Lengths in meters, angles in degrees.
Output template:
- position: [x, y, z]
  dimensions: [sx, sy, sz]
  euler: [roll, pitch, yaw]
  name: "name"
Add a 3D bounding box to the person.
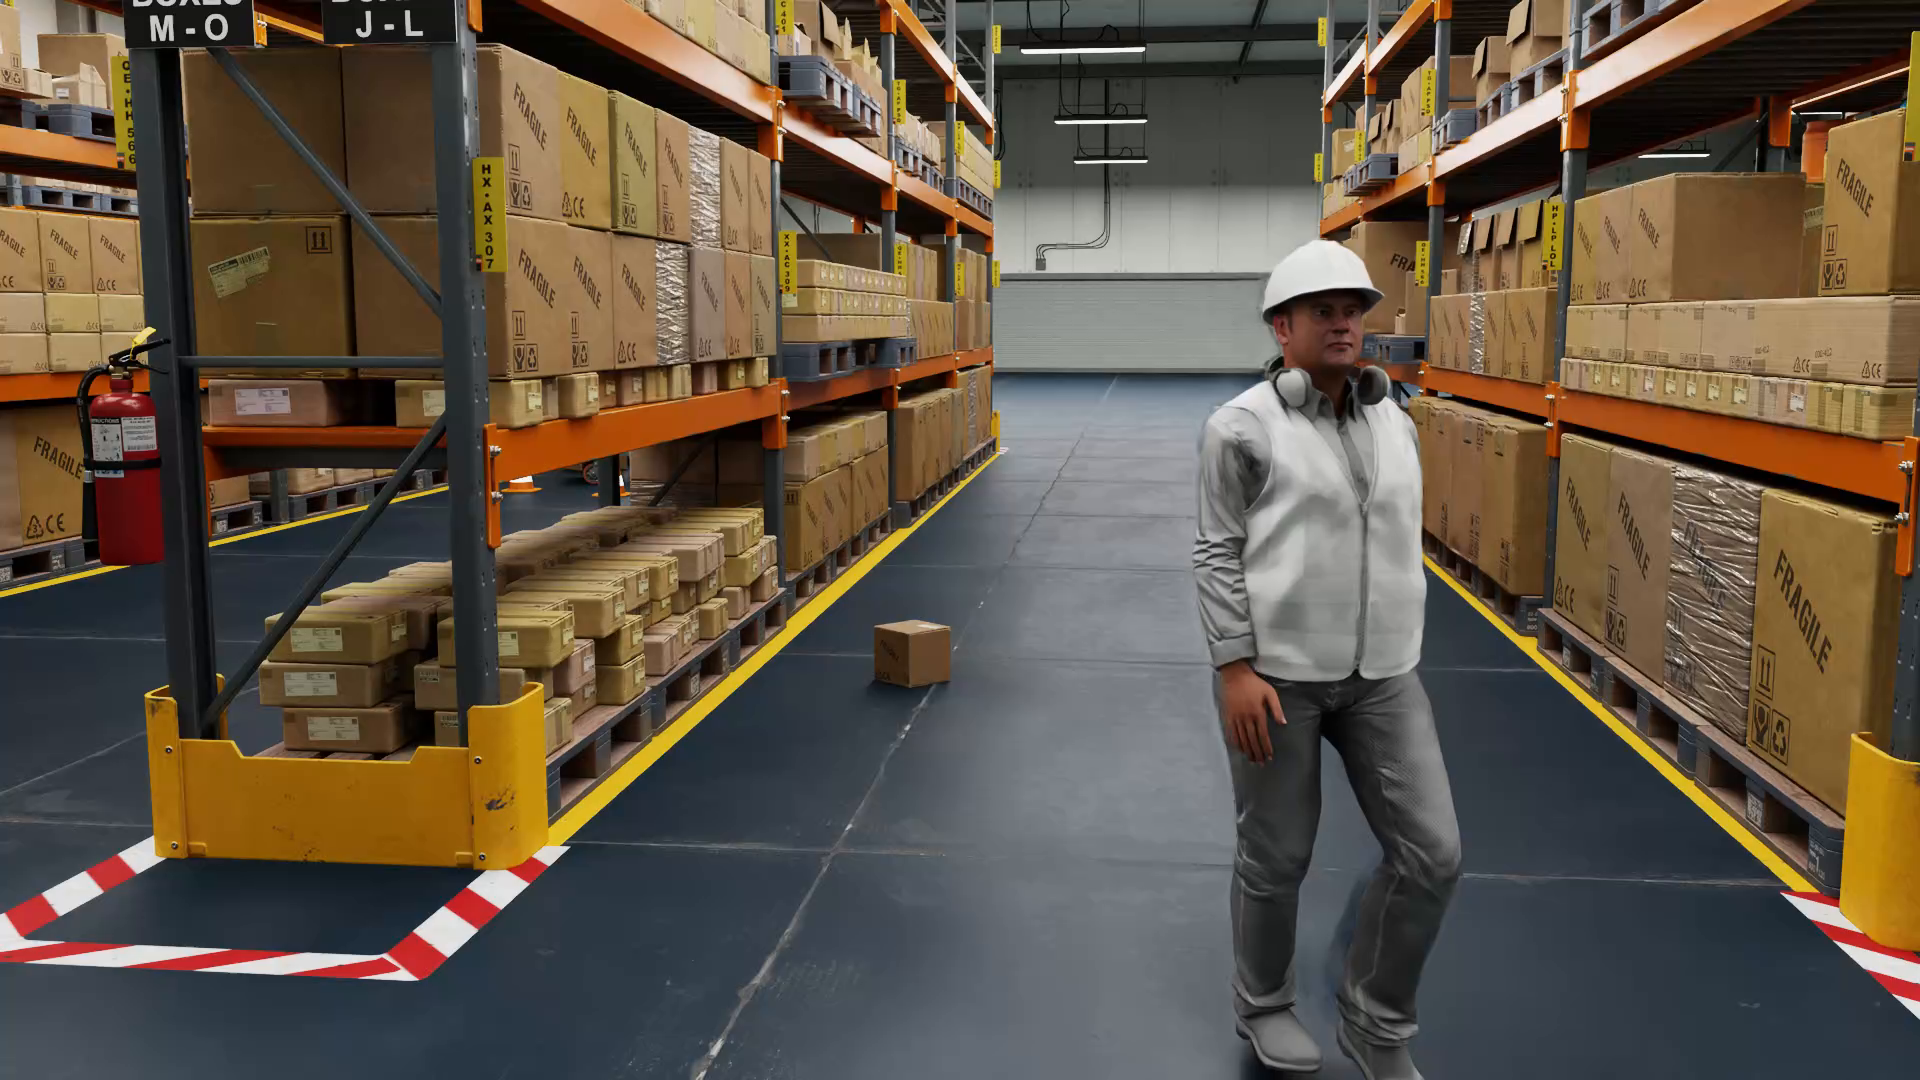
- position: [0.753, 0.304, 3.466]
  dimensions: [0.570, 1.837, 0.533]
  euler: [-2, 8, -16]
  name: "person"
